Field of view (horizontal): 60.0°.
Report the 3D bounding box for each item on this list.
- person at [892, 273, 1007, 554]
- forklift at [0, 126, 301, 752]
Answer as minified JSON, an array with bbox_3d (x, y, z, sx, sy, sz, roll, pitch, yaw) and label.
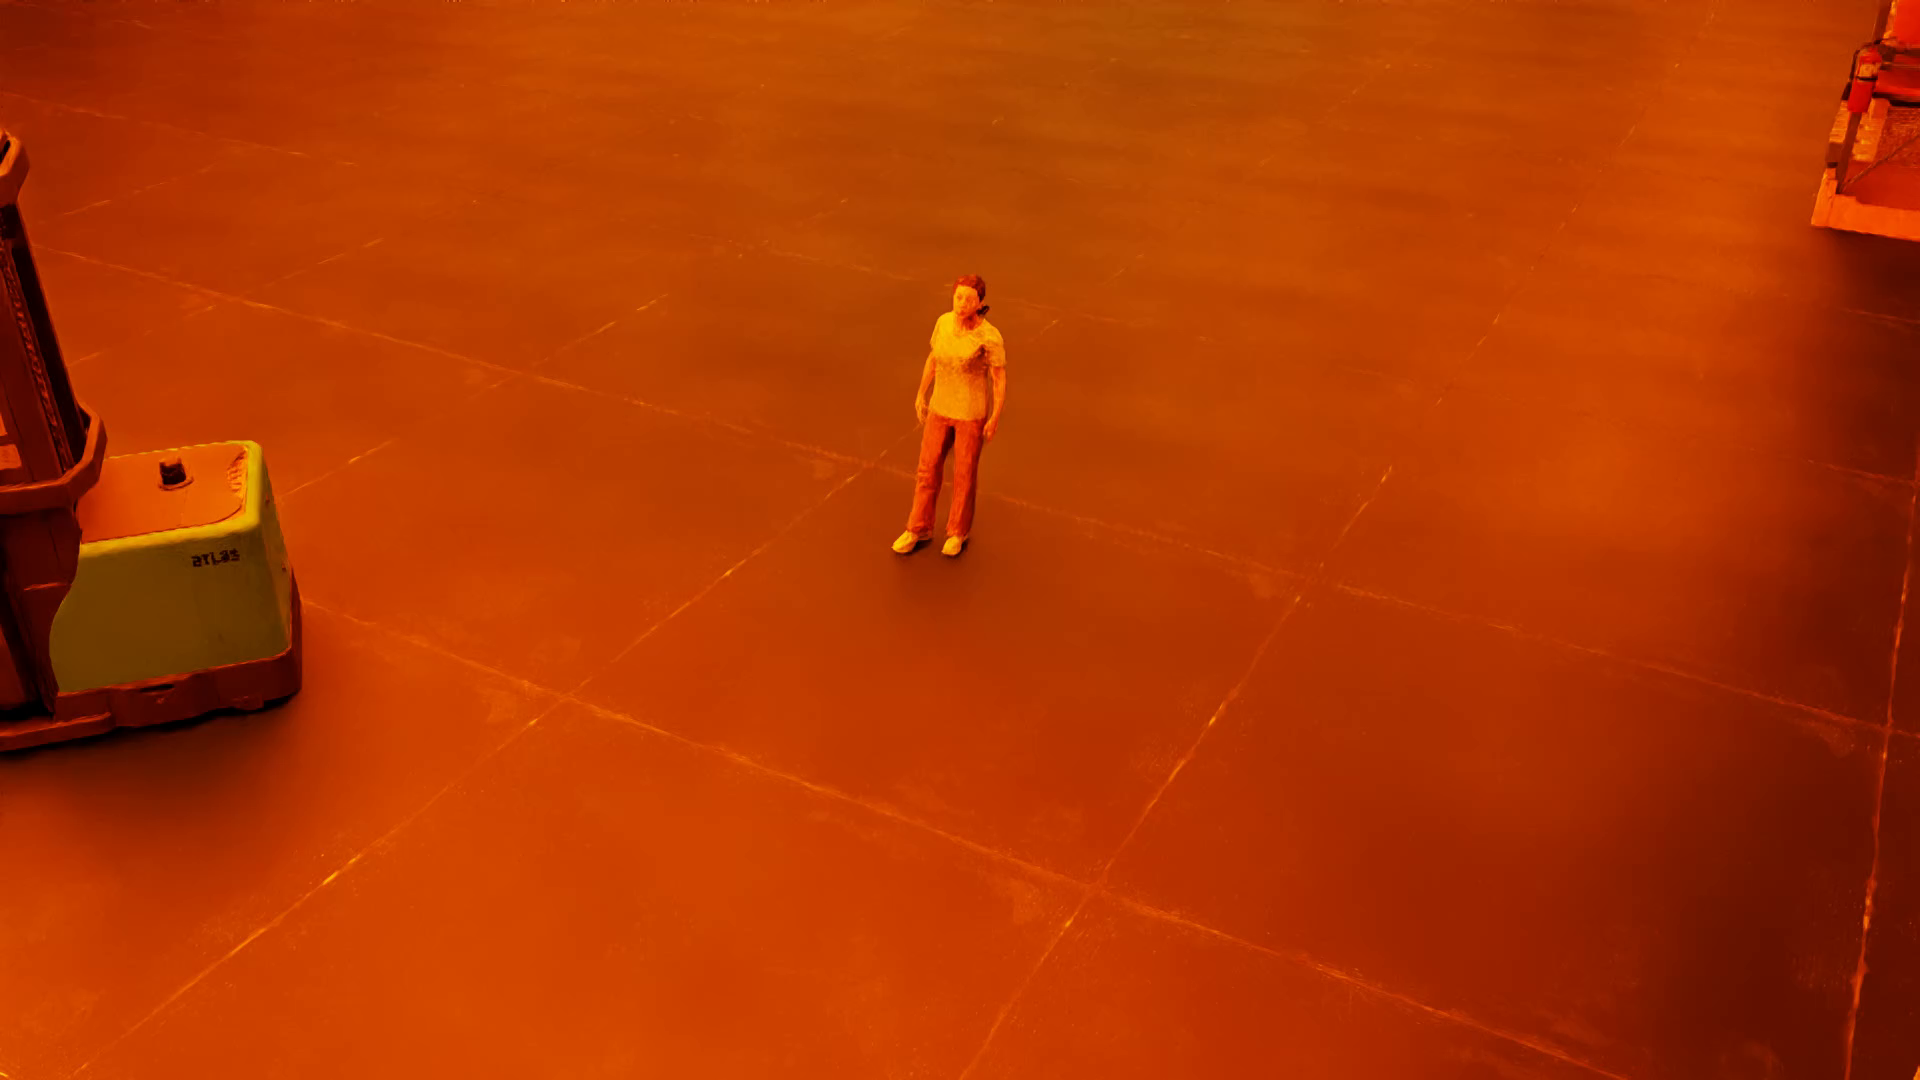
[{"bbox_3d":[-0.046,-0.702,9.529,0.554,1.674,0.548,15,33,25],"label":"person"},{"bbox_3d":[-4.967,-0.419,7.796,3.031,2.935,1.130,-10,31,-17],"label":"forklift"}]
